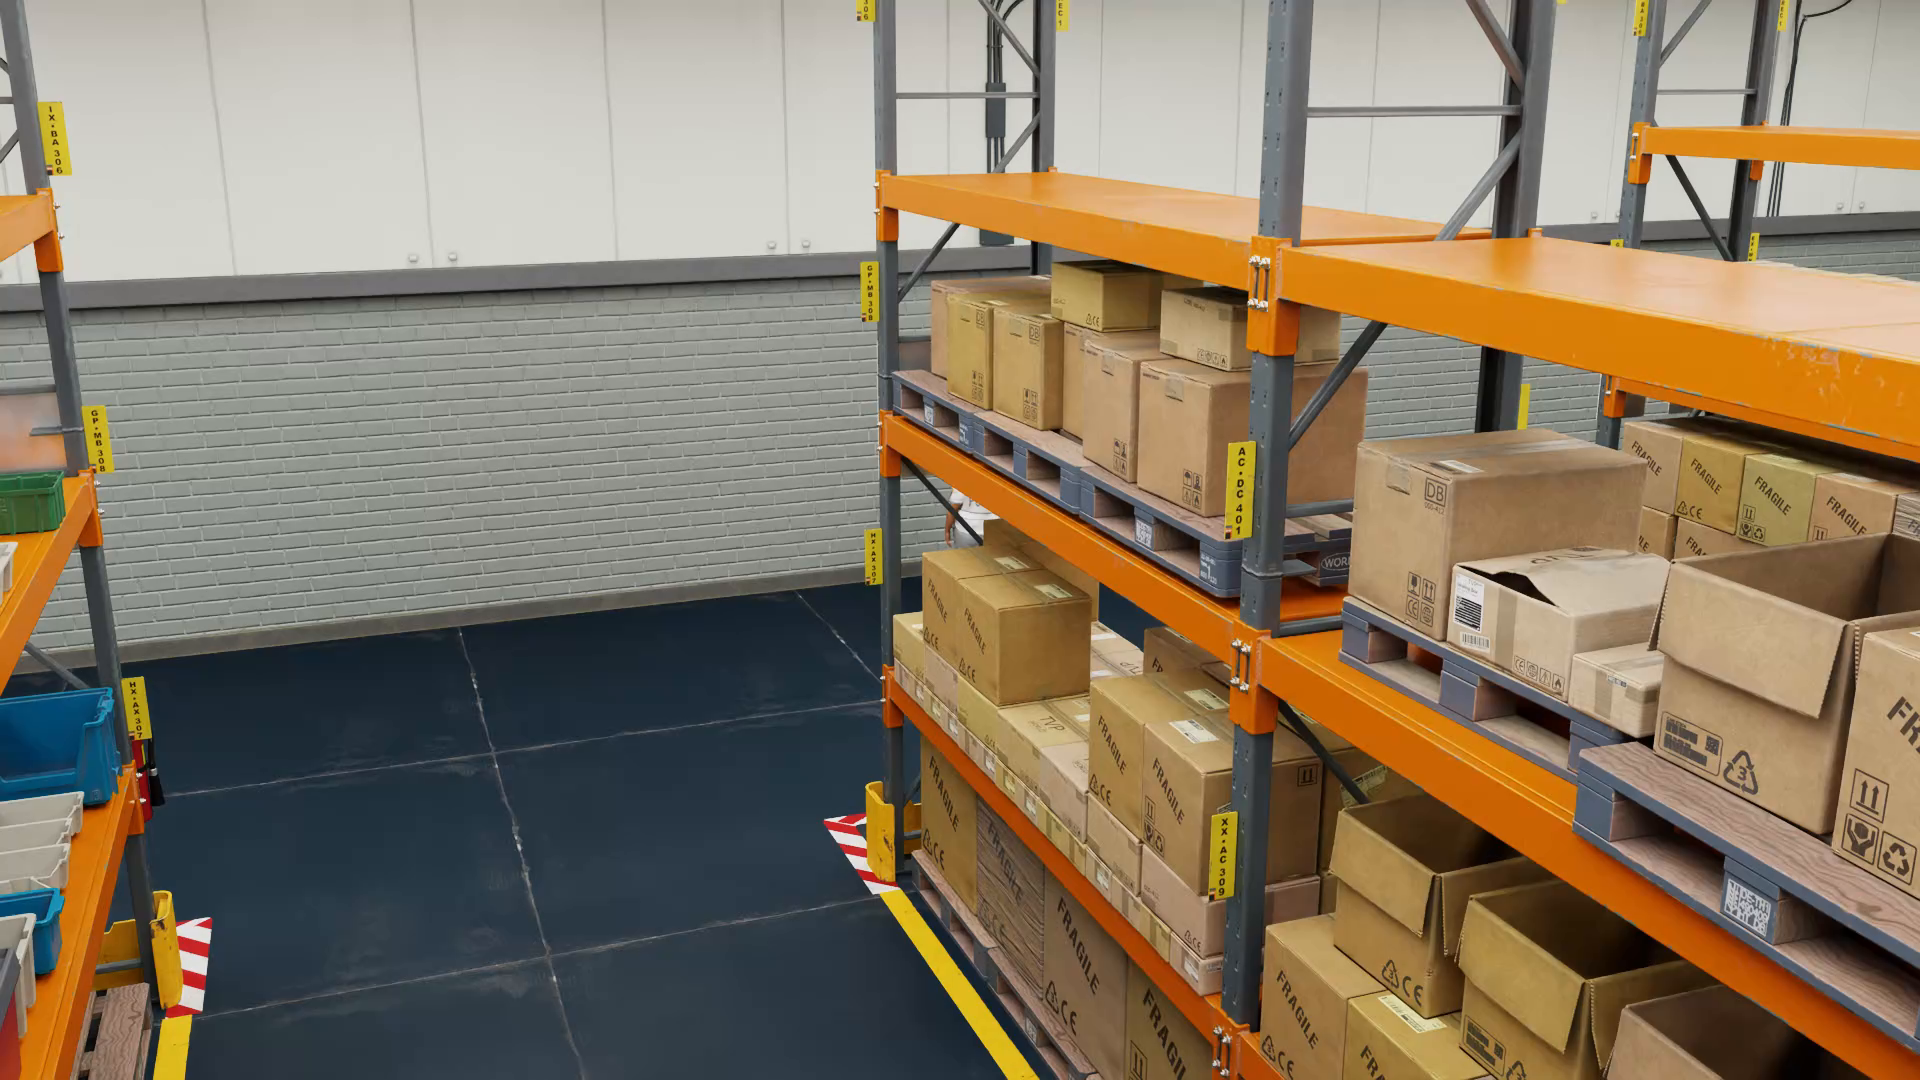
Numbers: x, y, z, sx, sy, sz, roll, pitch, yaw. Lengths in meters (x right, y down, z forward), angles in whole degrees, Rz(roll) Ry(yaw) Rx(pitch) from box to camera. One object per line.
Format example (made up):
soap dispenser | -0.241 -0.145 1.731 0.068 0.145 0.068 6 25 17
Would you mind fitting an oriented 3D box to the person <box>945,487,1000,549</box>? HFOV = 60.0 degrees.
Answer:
person | 0.130 -0.103 14.349 0.598 1.670 0.529 -6 17 -20
